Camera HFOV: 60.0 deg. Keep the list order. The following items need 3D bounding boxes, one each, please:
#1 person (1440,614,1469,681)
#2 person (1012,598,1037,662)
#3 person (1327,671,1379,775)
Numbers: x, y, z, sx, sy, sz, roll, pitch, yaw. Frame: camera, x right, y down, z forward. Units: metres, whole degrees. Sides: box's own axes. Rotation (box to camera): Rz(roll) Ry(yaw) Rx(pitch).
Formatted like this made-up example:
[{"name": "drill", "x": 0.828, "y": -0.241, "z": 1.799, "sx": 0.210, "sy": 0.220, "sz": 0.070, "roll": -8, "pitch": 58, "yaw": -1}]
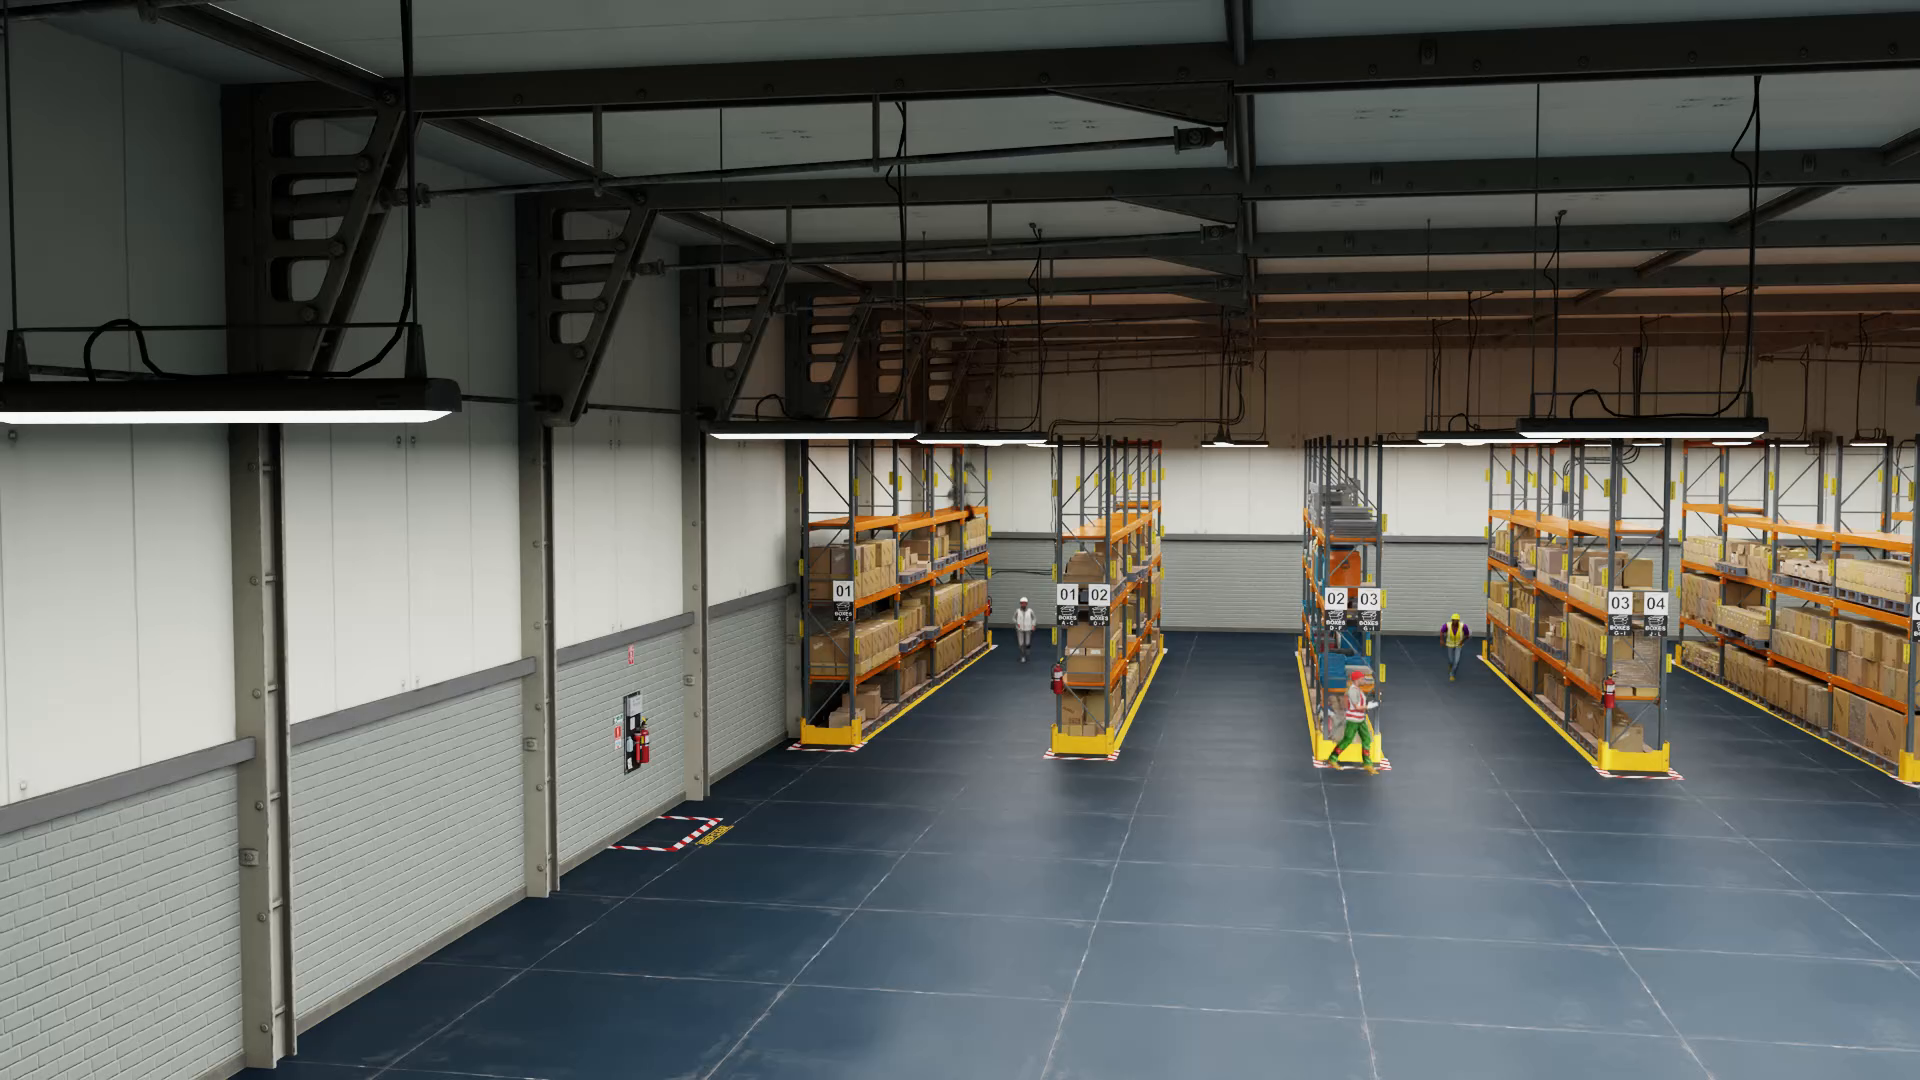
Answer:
[{"name": "person", "x": 12.301, "y": 2.661, "z": 41.368, "sx": 0.694, "sy": 1.689, "sz": 0.782, "roll": 1, "pitch": 3, "yaw": 11}, {"name": "person", "x": 1.740, "y": 2.432, "z": 45.026, "sx": 0.659, "sy": 1.730, "sz": 0.578, "roll": 0, "pitch": 3, "yaw": 4}, {"name": "person", "x": 6.955, "y": 3.215, "z": 29.387, "sx": 0.904, "sy": 1.825, "sz": 0.652, "roll": 2, "pitch": 3, "yaw": 27}]
